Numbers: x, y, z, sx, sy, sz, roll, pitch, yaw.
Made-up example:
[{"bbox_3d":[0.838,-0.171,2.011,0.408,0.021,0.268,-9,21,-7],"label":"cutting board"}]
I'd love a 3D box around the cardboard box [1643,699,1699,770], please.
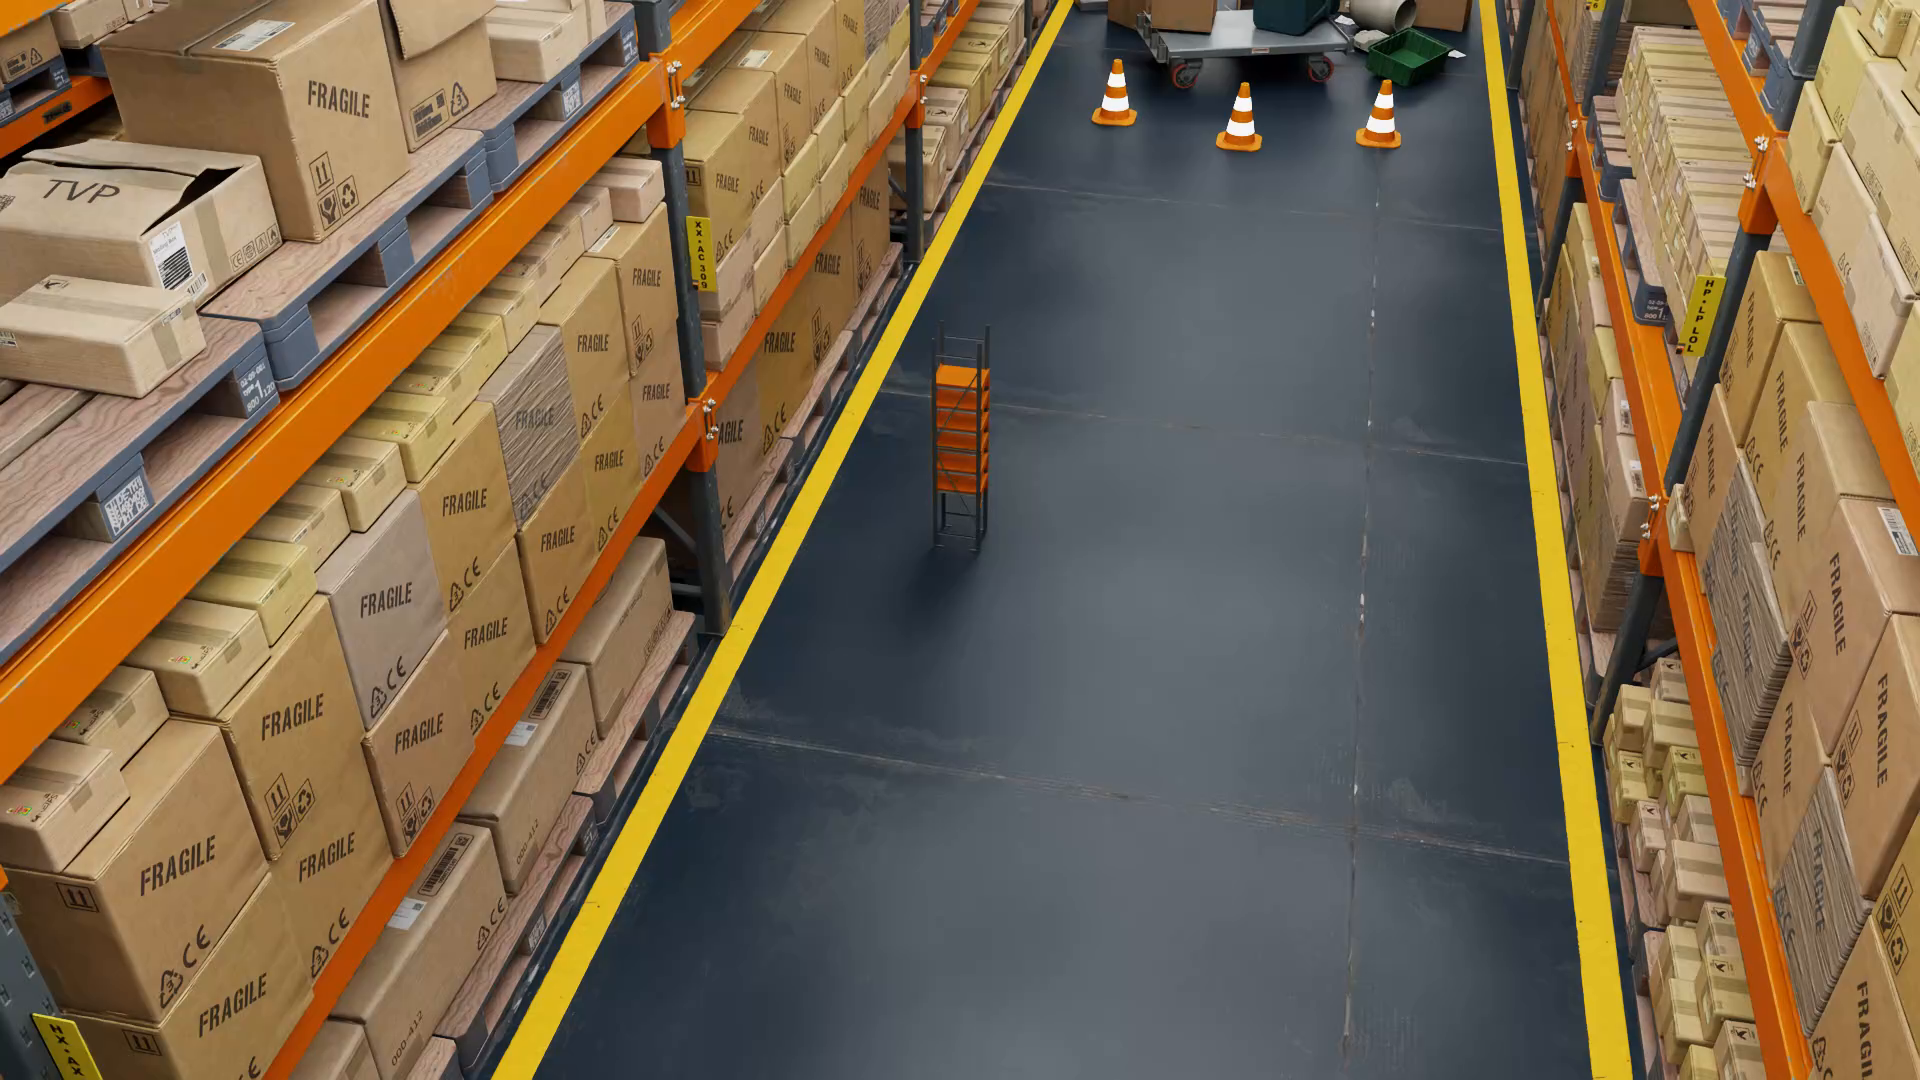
[{"bbox_3d":[2.871,0.781,6.451,0.380,0.149,0.250,9,37,12],"label":"cardboard box"}]

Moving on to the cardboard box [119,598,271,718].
[{"bbox_3d":[-1.948,0.276,4.094,0.380,0.149,0.250,8,37,11],"label":"cardboard box"}]

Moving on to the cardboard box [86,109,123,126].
[{"bbox_3d":[-5.475,-2.706,10.916,0.380,0.149,0.250,6,36,8],"label":"cardboard box"}]

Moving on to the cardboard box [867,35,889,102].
[{"bbox_3d":[-0.701,-2.678,9.361,0.500,0.250,0.500,6,36,9],"label":"cardboard box"}]

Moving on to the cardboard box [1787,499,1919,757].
[{"bbox_3d":[2.584,0.256,4.420,0.500,0.500,0.500,6,36,8],"label":"cardboard box"}]

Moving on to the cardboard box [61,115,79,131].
[{"bbox_3d":[-6.088,-2.772,11.008,0.380,0.149,0.250,8,37,11],"label":"cardboard box"}]

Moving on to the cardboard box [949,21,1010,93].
[{"bbox_3d":[-0.145,-3.826,13.124,0.950,0.372,0.625,10,37,13],"label":"cardboard box"}]

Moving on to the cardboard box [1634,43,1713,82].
[{"bbox_3d":[3.775,-2.492,8.751,0.380,0.149,0.250,6,36,9],"label":"cardboard box"}]

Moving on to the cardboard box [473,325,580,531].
[{"bbox_3d":[-1.641,-0.404,5.585,0.500,0.500,0.500,8,37,11],"label":"cardboard box"}]

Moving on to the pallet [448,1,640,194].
[{"bbox_3d":[-1.779,-1.558,5.633,1.003,0.211,1.213,7,37,10],"label":"pallet"}]

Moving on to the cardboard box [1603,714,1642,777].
[{"bbox_3d":[2.872,0.868,6.837,0.380,0.149,0.250,6,36,8],"label":"cardboard box"}]

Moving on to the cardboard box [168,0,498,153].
[{"bbox_3d":[-1.850,-1.537,4.997,0.797,0.503,0.637,10,37,14],"label":"cardboard box"}]

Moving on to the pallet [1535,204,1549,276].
[{"bbox_3d":[4.360,-1.891,10.950,1.003,0.211,1.213,7,37,10],"label":"pallet"}]

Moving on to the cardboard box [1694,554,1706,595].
[{"bbox_3d":[2.901,0.096,6.046,0.380,0.149,0.250,8,37,11],"label":"cardboard box"}]

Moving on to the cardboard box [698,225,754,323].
[{"bbox_3d":[-1.224,-1.206,7.329,0.500,0.250,0.500,6,36,9],"label":"cardboard box"}]

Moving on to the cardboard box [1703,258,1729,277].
[{"bbox_3d":[3.215,-1.002,6.696,0.380,0.149,0.250,6,36,9],"label":"cardboard box"}]

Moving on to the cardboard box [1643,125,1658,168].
[{"bbox_3d":[3.601,-1.918,8.213,0.380,0.149,0.250,7,37,10],"label":"cardboard box"}]

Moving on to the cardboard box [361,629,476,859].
[{"bbox_3d":[-1.858,0.584,5.074,0.500,0.500,0.500,7,37,10],"label":"cardboard box"}]

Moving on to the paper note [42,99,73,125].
[{"bbox_3d":[-2.568,-1.217,4.726,0.006,0.032,0.123,7,37,10],"label":"paper note"}]

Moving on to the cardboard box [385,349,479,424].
[{"bbox_3d":[-1.721,-0.471,5.124,0.380,0.149,0.250,7,37,10],"label":"cardboard box"}]

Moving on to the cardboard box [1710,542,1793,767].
[{"bbox_3d":[2.670,0.376,5.107,0.500,0.500,0.500,7,36,9],"label":"cardboard box"}]

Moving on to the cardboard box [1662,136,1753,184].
[{"bbox_3d":[3.494,-1.750,7.728,0.380,0.149,0.250,7,36,9],"label":"cardboard box"}]

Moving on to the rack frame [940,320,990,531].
[{"bbox_3d":[0.023,-0.547,8.252,0.240,1.200,0.006,7,37,10],"label":"rack frame"}]

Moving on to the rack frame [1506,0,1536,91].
[{"bbox_3d":[4.972,-4.871,12.685,1.000,3.000,0.127,7,37,10],"label":"rack frame"}]

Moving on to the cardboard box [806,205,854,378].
[{"bbox_3d":[-1.163,-1.553,9.560,0.875,0.875,0.875,8,37,11],"label":"cardboard box"}]

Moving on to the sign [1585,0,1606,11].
[{"bbox_3d":[3.575,-3.114,9.274,0.100,0.325,0.005,7,37,10],"label":"sign"}]

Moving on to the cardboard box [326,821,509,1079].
[{"bbox_3d":[-2.218,1.397,5.862,0.875,0.438,0.875,8,37,11],"label":"cardboard box"}]

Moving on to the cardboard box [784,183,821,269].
[{"bbox_3d":[-1.008,-1.594,8.291,0.500,0.250,0.500,7,37,10],"label":"cardboard box"}]

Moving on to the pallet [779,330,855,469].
[{"bbox_3d":[-1.244,-0.871,9.542,1.003,0.211,1.213,7,37,10],"label":"pallet"}]

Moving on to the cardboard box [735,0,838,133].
[{"bbox_3d":[-0.924,-2.388,8.322,0.500,0.500,0.500,7,36,9],"label":"cardboard box"}]

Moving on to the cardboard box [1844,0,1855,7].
[{"bbox_3d":[3.452,-1.913,5.604,0.700,0.500,0.500,7,37,10],"label":"cardboard box"}]

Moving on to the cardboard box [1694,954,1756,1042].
[{"bbox_3d":[2.629,1.523,5.427,0.380,0.149,0.250,7,37,10],"label":"cardboard box"}]

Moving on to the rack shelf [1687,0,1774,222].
[{"bbox_3d":[3.691,-2.354,7.269,1.077,0.370,4.000,7,37,10],"label":"rack shelf"}]

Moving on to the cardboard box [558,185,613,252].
[{"bbox_3d":[-1.511,-1.201,6.131,0.380,0.149,0.250,8,37,11],"label":"cardboard box"}]

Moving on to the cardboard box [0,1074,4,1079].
[{"bbox_3d":[-2.604,1.096,4.367,0.500,0.500,0.500,8,37,10],"label":"cardboard box"}]

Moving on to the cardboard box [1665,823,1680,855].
[{"bbox_3d":[2.830,1.202,6.124,0.380,0.149,0.250,6,36,8],"label":"cardboard box"}]

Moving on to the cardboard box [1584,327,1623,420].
[{"bbox_3d":[3.398,-0.802,8.205,0.500,0.250,0.500,6,36,8],"label":"cardboard box"}]

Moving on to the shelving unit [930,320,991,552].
[{"bbox_3d":[0.003,-0.494,8.179,0.258,1.200,0.189,7,37,10],"label":"shelving unit"}]

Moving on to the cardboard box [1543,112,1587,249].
[{"bbox_3d":[4.336,-2.175,10.524,1.050,0.750,0.750,7,36,9],"label":"cardboard box"}]

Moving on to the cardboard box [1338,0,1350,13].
[{"bbox_3d":[3.540,-4.980,15.165,0.396,0.266,0.258,14,38,18],"label":"cardboard box"}]

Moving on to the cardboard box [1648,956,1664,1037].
[{"bbox_3d":[2.634,1.617,5.804,0.380,0.149,0.250,6,36,9],"label":"cardboard box"}]

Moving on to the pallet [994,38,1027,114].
[{"bbox_3d":[-0.050,-3.858,13.663,1.003,0.211,1.213,7,37,10],"label":"pallet"}]

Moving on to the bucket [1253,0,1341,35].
[{"bbox_3d":[2.749,-4.528,13.706,0.726,0.611,0.620,20,51,26],"label":"bucket"}]

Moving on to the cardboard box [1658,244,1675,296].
[{"bbox_3d":[3.373,-1.201,7.477,0.380,0.149,0.250,6,36,8],"label":"cardboard box"}]

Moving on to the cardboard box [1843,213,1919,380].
[{"bbox_3d":[2.678,-0.622,4.393,0.500,0.250,0.500,9,37,12],"label":"cardboard box"}]

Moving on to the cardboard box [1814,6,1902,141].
[{"bbox_3d":[2.926,-1.395,5.034,0.500,0.250,0.500,8,37,11],"label":"cardboard box"}]

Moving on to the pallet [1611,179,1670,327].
[{"bbox_3d":[3.735,-1.360,8.004,1.003,0.211,1.213,7,37,10],"label":"pallet"}]

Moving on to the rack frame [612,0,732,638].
[{"bbox_3d":[-1.594,-0.847,7.133,1.000,3.000,0.127,7,37,10],"label":"rack frame"}]

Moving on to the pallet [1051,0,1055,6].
[{"bbox_3d":[0.482,-5.395,15.784,1.003,0.211,1.213,7,37,10],"label":"pallet"}]

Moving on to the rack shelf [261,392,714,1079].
[{"bbox_3d":[-2.021,0.591,5.762,1.077,0.370,4.000,7,37,10],"label":"rack shelf"}]

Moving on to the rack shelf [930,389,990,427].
[{"bbox_3d":[0.003,-0.652,8.065,0.258,0.103,0.180,7,37,10],"label":"rack shelf"}]

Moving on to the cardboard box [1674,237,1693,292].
[{"bbox_3d":[3.321,-1.176,7.190,0.380,0.149,0.250,6,36,8],"label":"cardboard box"}]

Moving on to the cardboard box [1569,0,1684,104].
[{"bbox_3d":[3.952,-2.910,9.894,0.500,0.500,0.500,7,37,10],"label":"cardboard box"}]

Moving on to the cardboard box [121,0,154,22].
[{"bbox_3d":[-5.355,-3.404,10.517,0.380,0.149,0.250,8,37,11],"label":"cardboard box"}]

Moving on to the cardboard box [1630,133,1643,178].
[{"bbox_3d":[3.654,-1.951,8.513,0.380,0.149,0.250,9,37,12],"label":"cardboard box"}]

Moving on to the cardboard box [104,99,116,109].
[{"bbox_3d":[-5.953,-2.712,11.478,0.500,0.500,0.500,9,37,12],"label":"cardboard box"}]

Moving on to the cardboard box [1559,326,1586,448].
[{"bbox_3d":[3.509,-0.778,8.810,0.500,0.500,0.500,6,36,9],"label":"cardboard box"}]

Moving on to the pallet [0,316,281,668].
[{"bbox_3d":[-2.300,-0.159,3.703,1.003,0.211,1.213,7,37,10],"label":"pallet"}]
